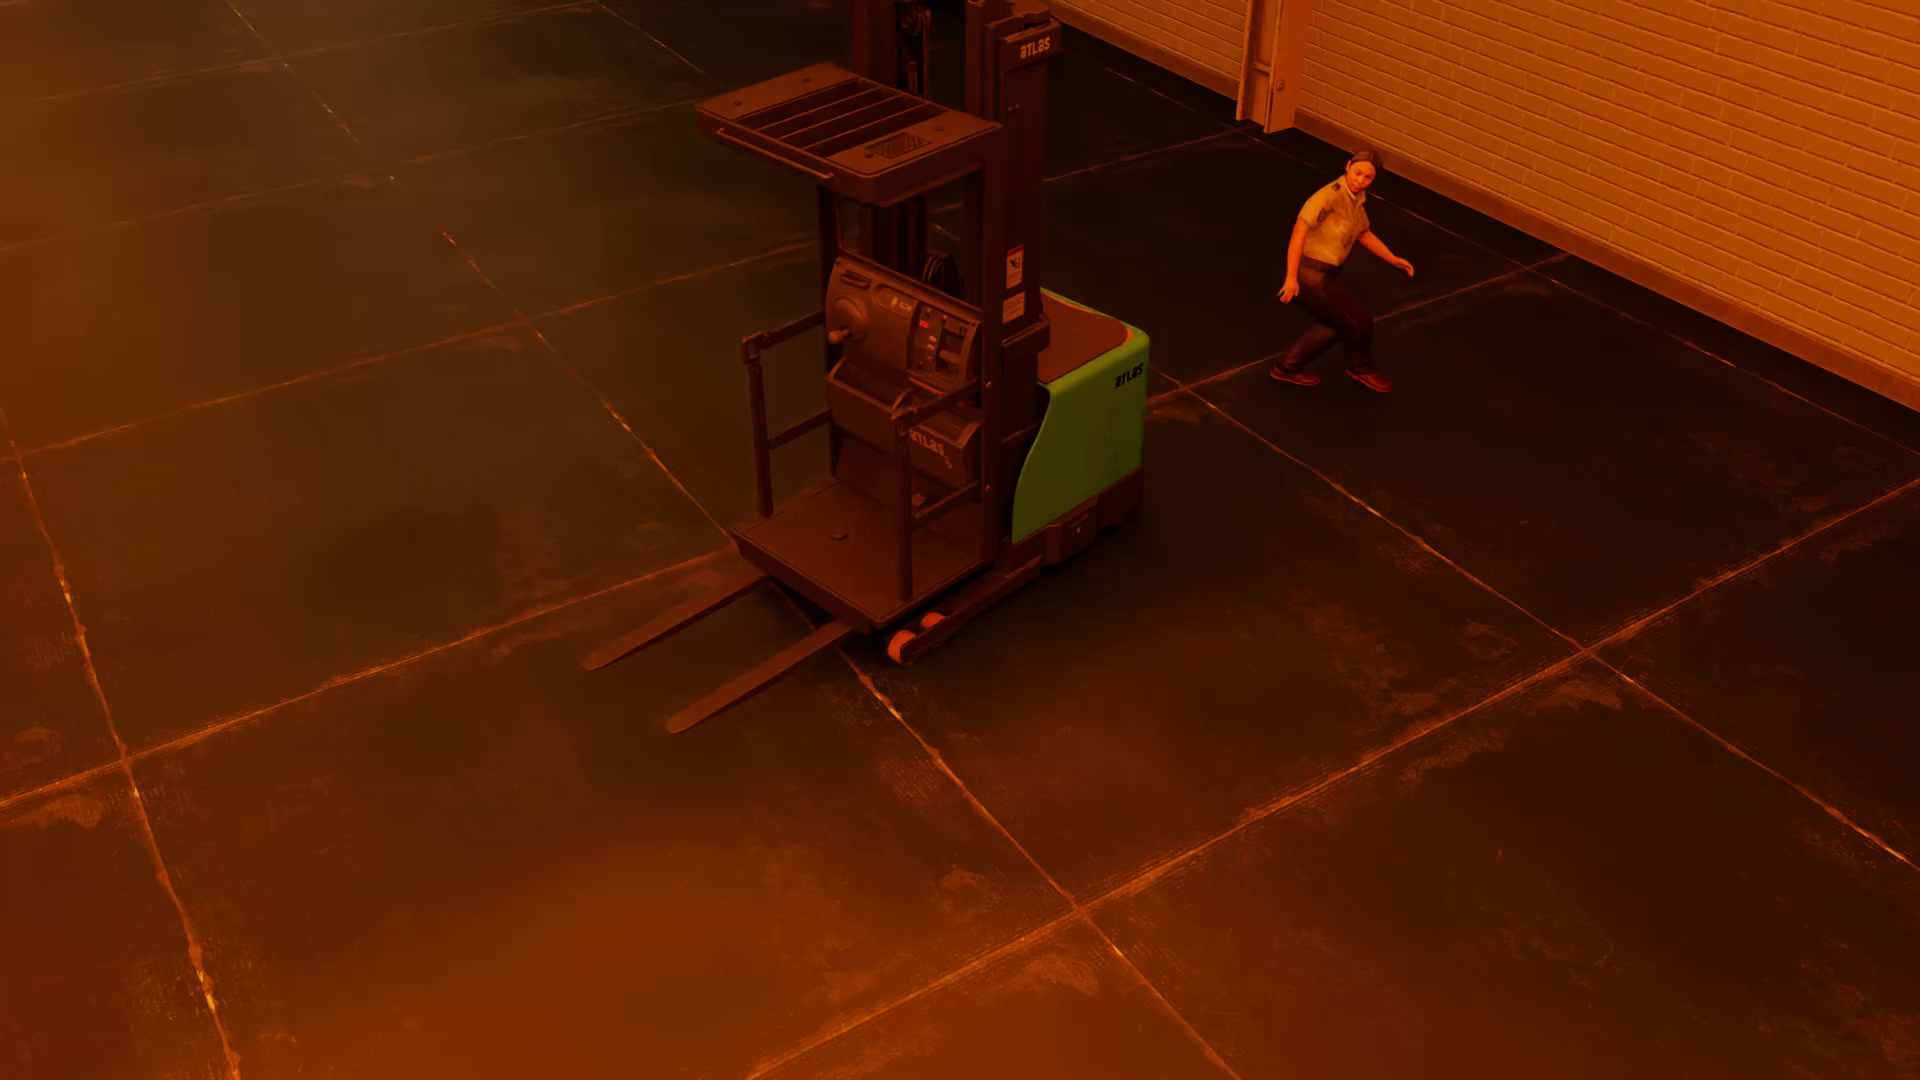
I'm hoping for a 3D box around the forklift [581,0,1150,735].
[{"bbox_3d":[-0.420,-0.942,7.488,1.130,2.935,3.031,29,44,35],"label":"forklift"}]

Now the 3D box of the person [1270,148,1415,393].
[{"bbox_3d":[2.213,-1.478,9.523,0.737,1.500,0.706,9,36,12],"label":"person"}]
